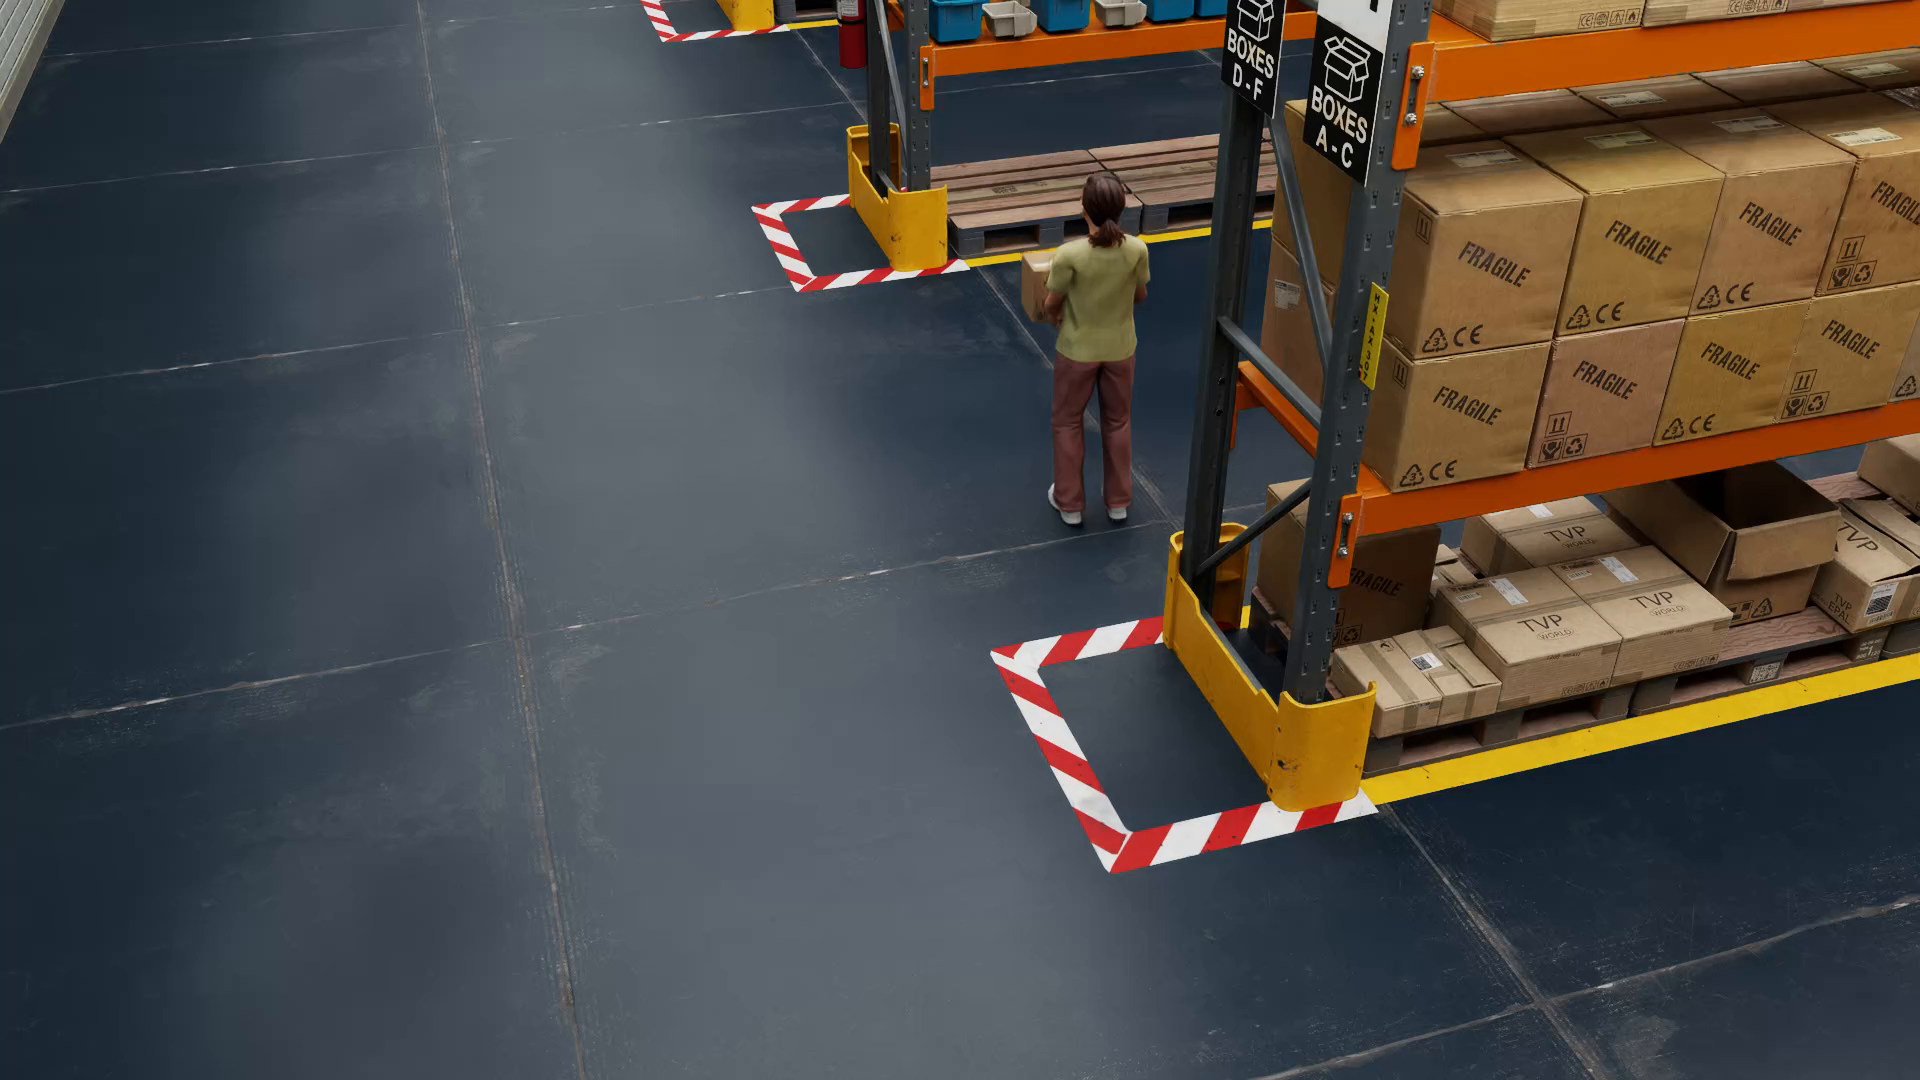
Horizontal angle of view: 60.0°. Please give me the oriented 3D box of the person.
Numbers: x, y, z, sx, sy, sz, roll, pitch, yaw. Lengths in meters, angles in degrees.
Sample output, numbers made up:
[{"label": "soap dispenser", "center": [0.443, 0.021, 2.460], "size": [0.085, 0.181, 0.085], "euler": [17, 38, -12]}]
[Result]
[{"label": "person", "center": [0.586, -0.863, 7.419], "size": [0.459, 1.674, 0.499], "euler": [-6, 34, -8]}]
